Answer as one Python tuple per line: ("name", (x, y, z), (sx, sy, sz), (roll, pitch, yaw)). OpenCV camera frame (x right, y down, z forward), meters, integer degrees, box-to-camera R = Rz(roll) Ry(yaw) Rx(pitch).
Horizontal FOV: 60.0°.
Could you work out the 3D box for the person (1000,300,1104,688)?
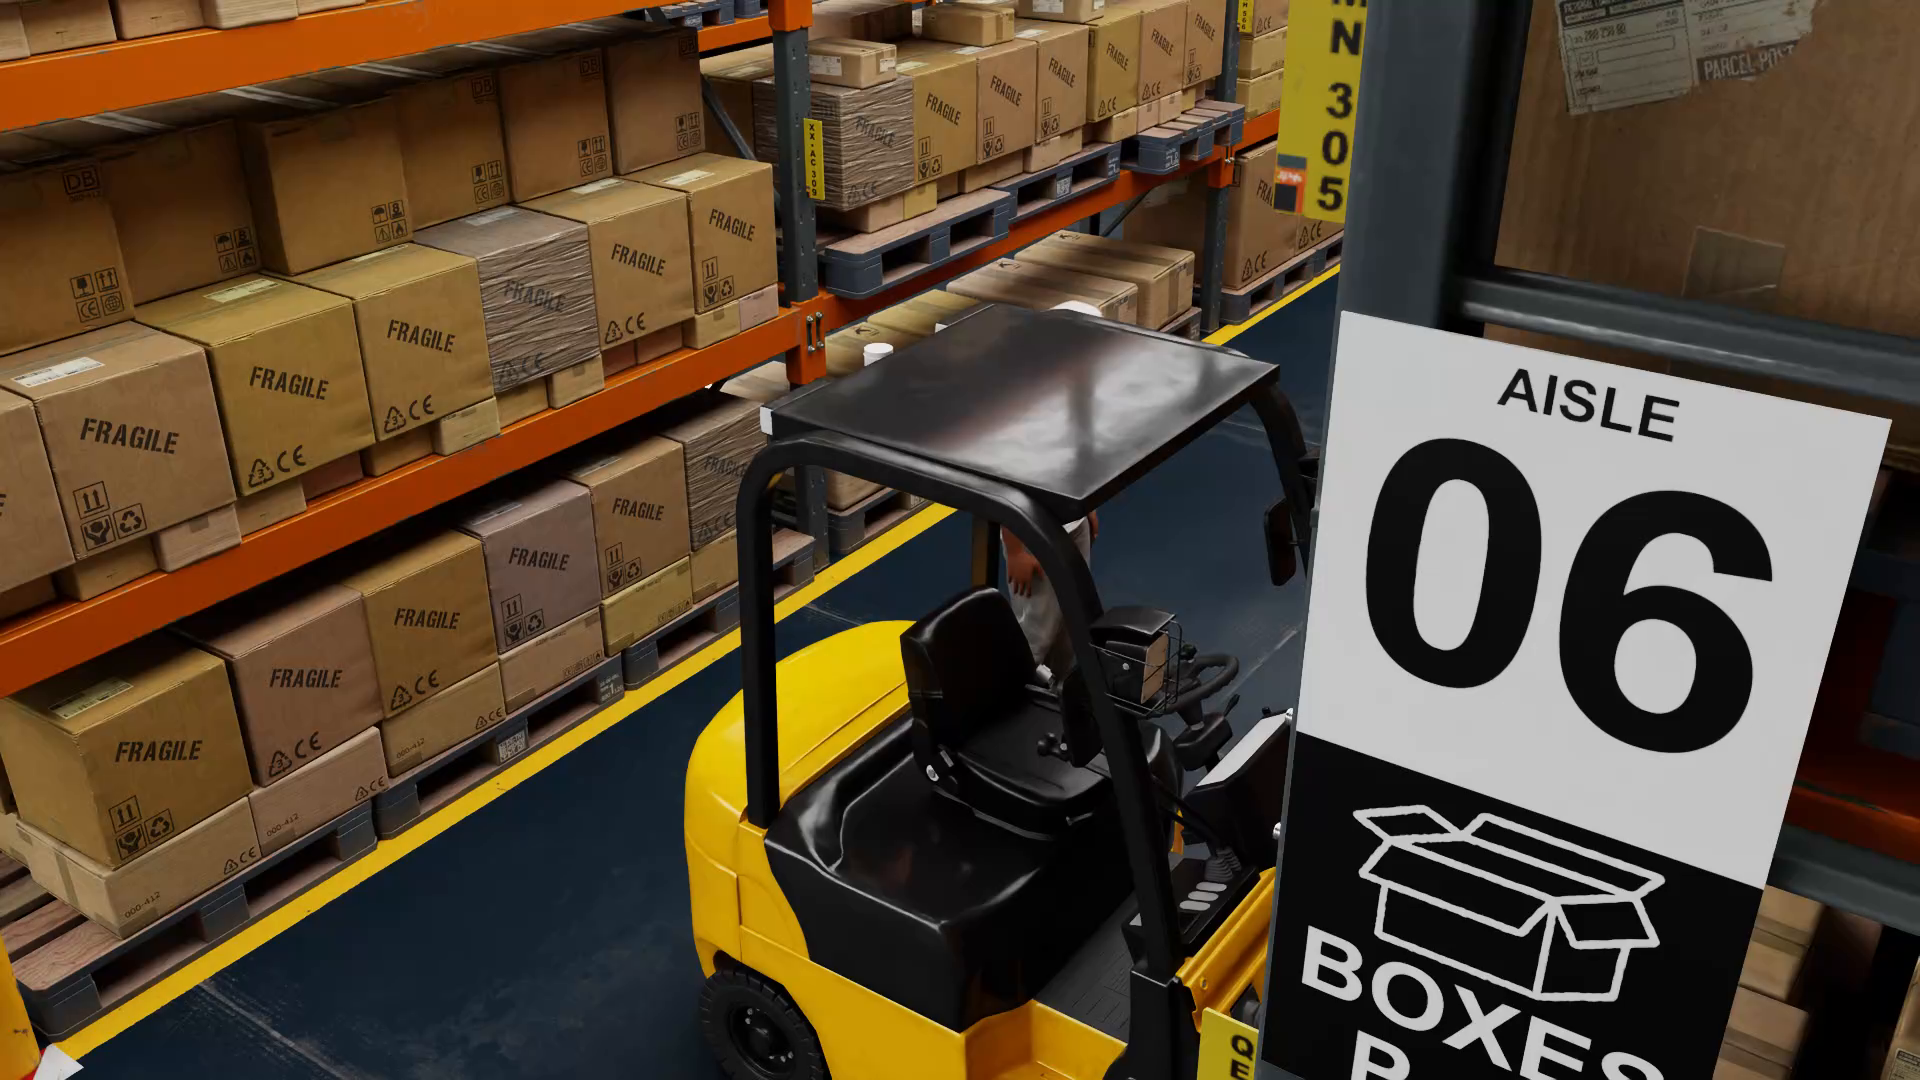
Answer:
("person", (0.346, -0.046, 6.188), (0.461, 1.759, 0.621), (16, 31, 28))
